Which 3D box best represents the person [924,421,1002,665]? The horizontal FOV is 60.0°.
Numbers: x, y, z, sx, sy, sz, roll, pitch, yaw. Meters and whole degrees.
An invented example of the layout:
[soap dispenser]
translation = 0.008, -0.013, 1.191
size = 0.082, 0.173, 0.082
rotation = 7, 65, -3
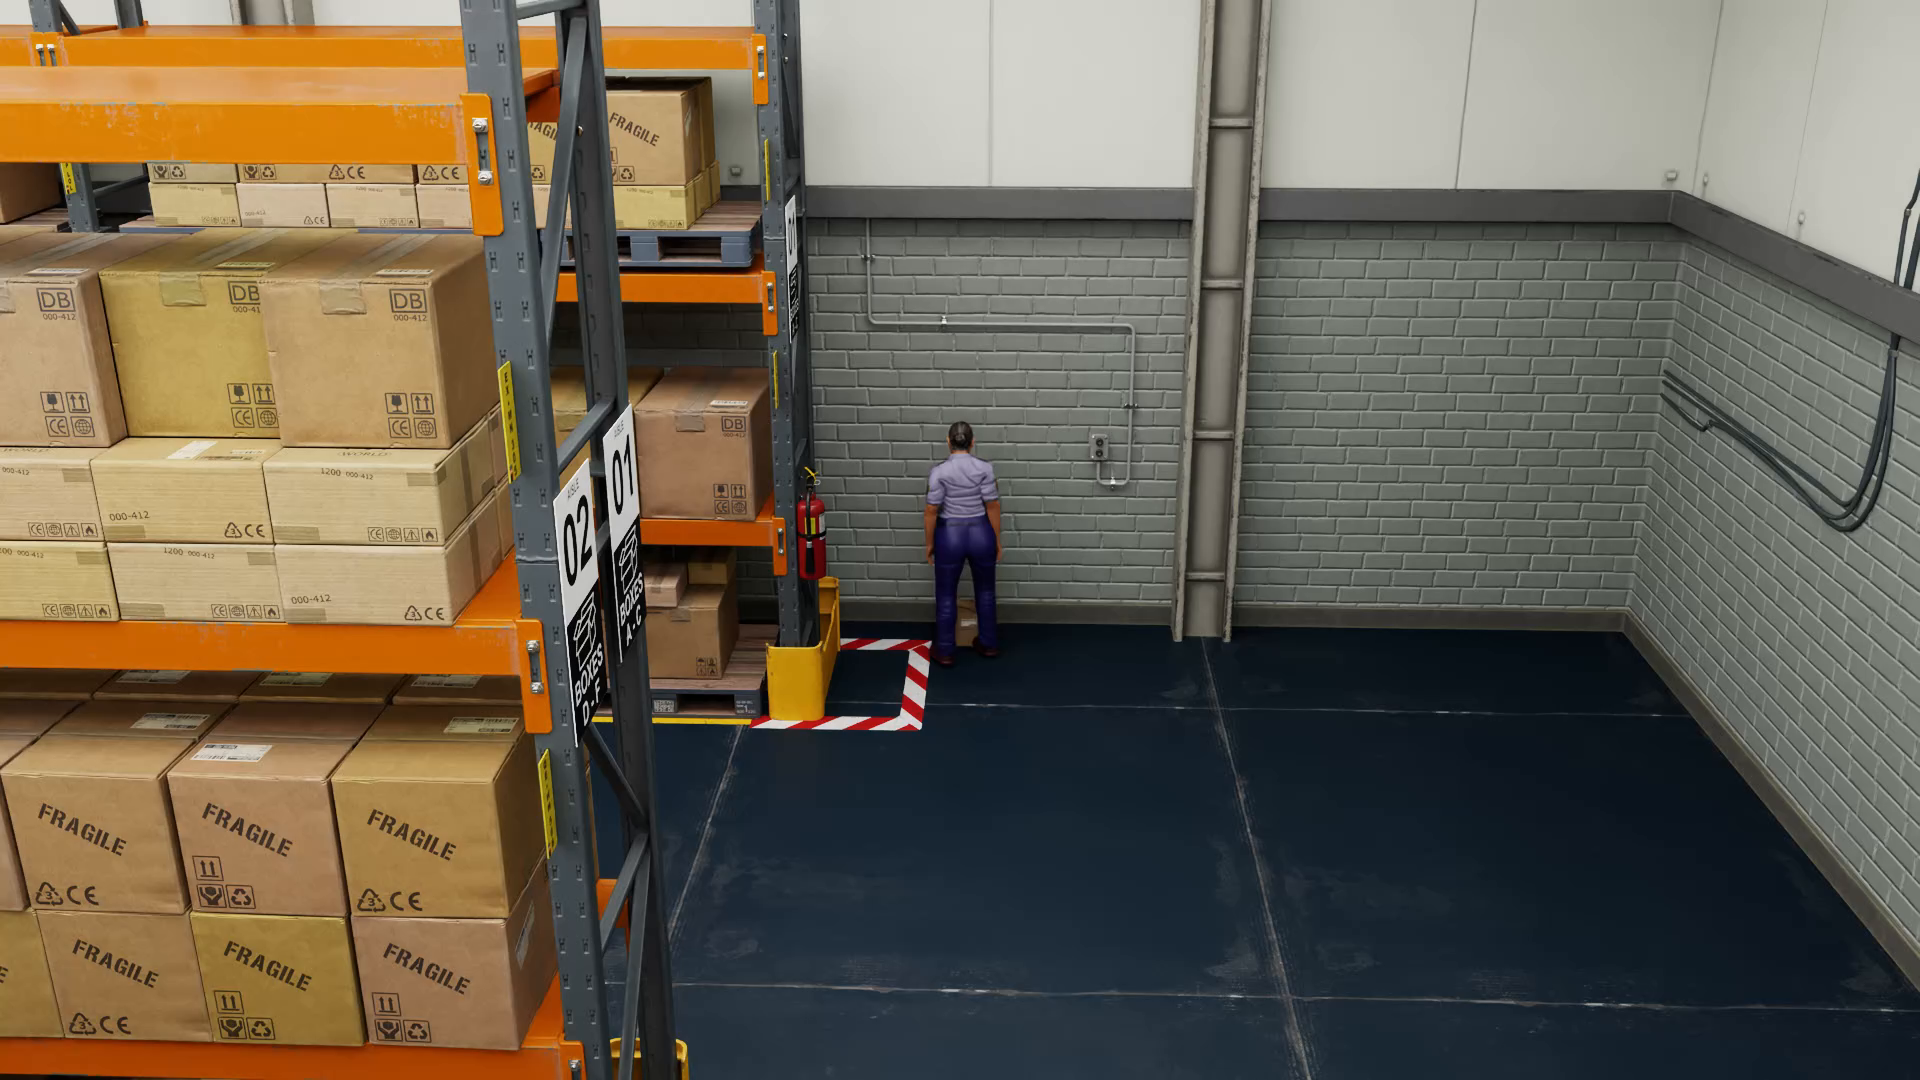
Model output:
[person]
translation = 0.012, 0.023, 11.002
size = 0.514, 1.632, 0.399
rotation = -4, 21, -9
